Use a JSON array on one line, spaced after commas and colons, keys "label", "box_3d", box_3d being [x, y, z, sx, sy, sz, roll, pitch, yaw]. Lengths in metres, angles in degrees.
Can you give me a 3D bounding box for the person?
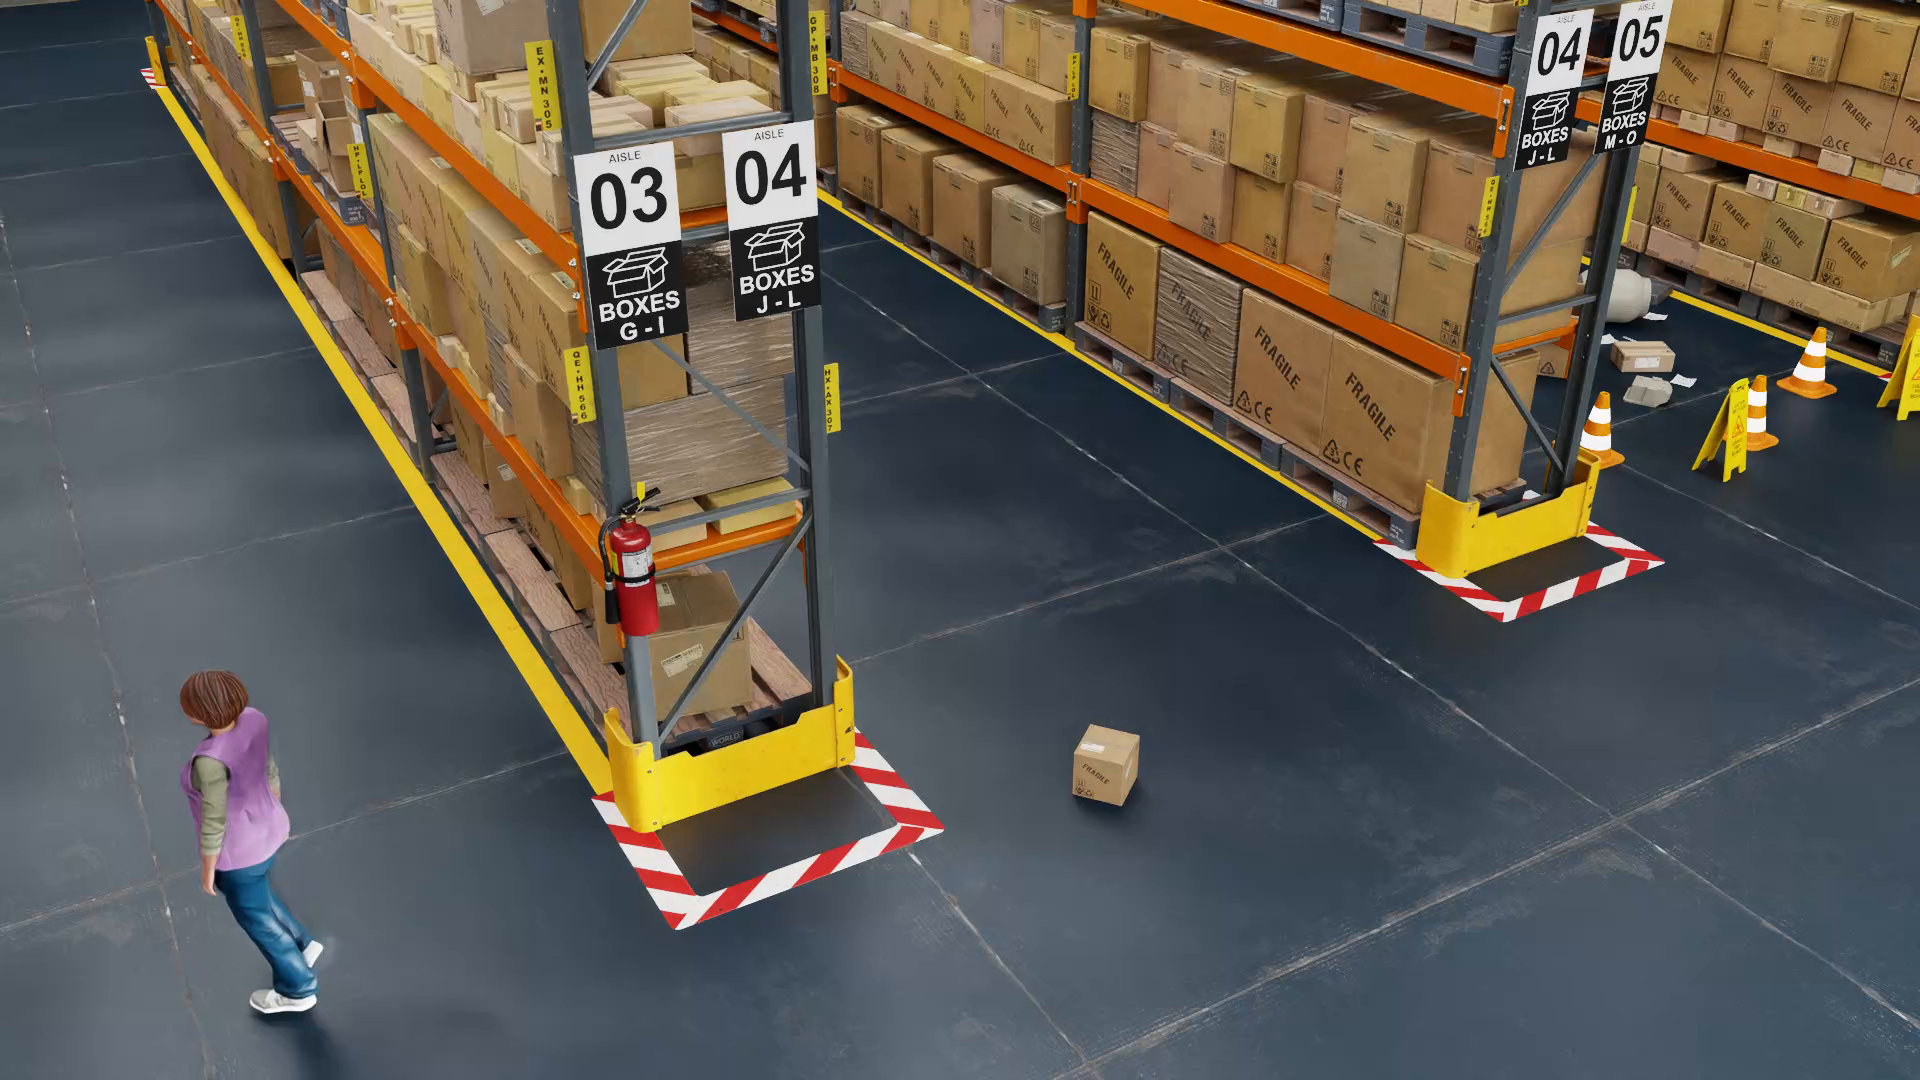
[{"label": "person", "box_3d": [-2.793, 1.174, 6.427, 0.406, 1.595, 0.436, 2, 29, 3]}]
